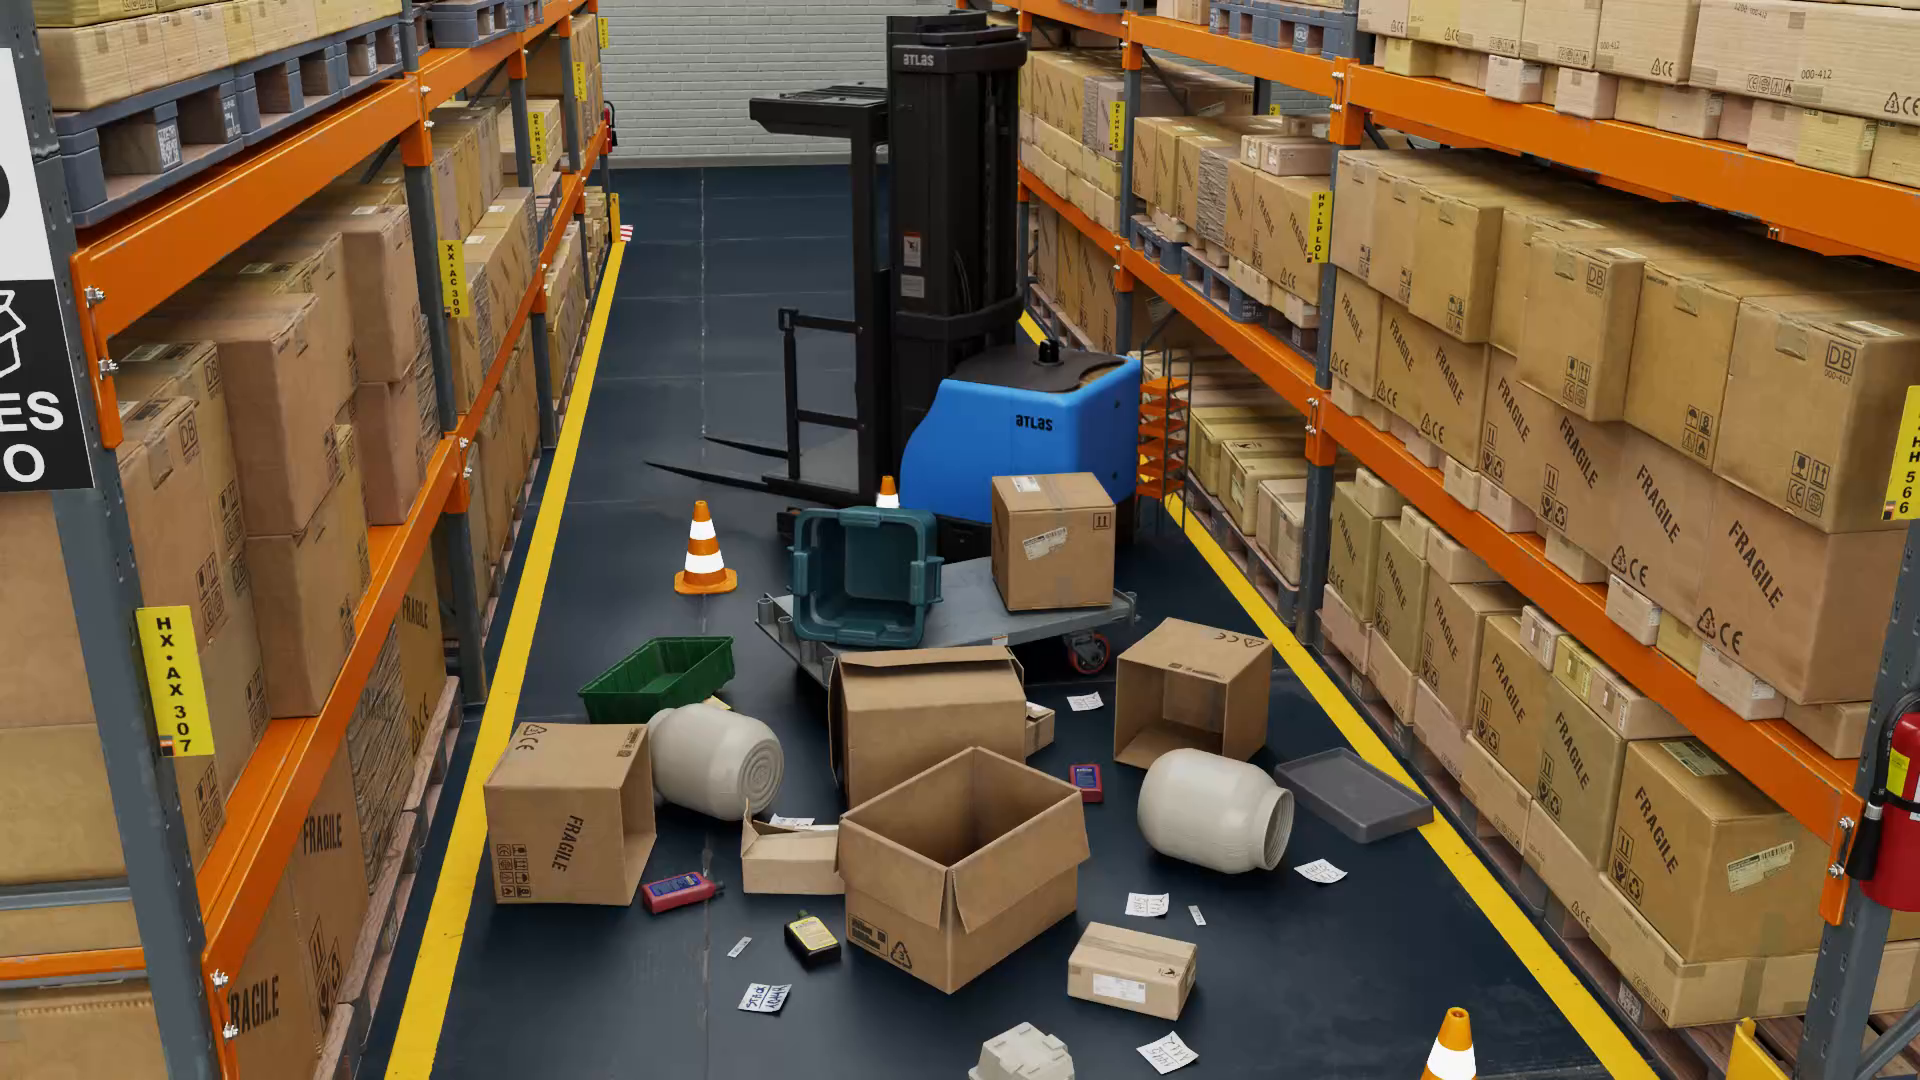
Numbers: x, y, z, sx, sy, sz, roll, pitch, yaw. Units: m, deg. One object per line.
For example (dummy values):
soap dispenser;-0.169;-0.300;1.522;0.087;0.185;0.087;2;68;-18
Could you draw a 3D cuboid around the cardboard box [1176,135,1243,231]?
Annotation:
cardboard box;1.618;-2.153;10.027;0.500;0.500;0.500;-3;21;-7

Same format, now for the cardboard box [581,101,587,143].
cardboard box;-3.744;-3.943;15.419;0.500;0.500;0.500;-3;21;-8

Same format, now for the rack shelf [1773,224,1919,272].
rack shelf;6.816;-1.524;10.537;1.077;0.370;4.000;-3;21;-8

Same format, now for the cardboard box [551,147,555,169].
cardboard box;-3.483;-3.090;13.462;0.380;0.149;0.250;-4;21;-11

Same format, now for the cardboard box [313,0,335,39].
cardboard box;-2.136;-1.612;5.074;0.380;0.149;0.250;-3;21;-8

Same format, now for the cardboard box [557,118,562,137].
cardboard box;-3.591;-3.492;14.114;0.380;0.149;0.250;-2;21;-6

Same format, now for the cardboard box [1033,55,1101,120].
cardboard box;0.920;-3.860;14.192;0.500;0.500;0.500;-3;21;-8

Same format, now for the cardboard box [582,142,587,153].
cardboard box;-3.767;-3.759;15.853;0.380;0.149;0.250;-3;21;-7

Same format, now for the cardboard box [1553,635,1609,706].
cardboard box;2.244;0.429;5.610;0.380;0.149;0.250;-3;21;-7

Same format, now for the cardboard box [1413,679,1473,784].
cardboard box;2.178;0.760;6.723;0.500;0.250;0.500;-3;21;-8

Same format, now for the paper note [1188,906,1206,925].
paper note;0.862;1.365;6.048;0.032;0.001;0.123;-3;21;-8

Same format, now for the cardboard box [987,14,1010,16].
cardboard box;0.329;-5.481;17.604;0.380;0.149;0.250;-4;21;-10

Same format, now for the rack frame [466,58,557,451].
rack frame;-3.267;-2.017;10.829;1.000;3.000;0.127;-3;21;-8

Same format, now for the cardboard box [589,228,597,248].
cardboard box;-3.802;-2.990;16.485;0.380;0.149;0.250;-3;21;-8

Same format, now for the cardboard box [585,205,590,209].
cardboard box;-3.954;-3.303;16.897;0.380;0.149;0.250;-4;21;-10

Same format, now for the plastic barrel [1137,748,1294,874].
plastic barrel;0.974;1.036;6.336;0.512;0.421;0.421;12;24;30

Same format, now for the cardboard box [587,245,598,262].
cardboard box;-3.806;-2.853;16.541;0.380;0.149;0.250;-3;21;-9

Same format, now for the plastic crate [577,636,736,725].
plastic crate;-1.369;0.652;7.619;0.450;0.188;0.662;-2;18;24

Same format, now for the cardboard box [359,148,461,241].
cardboard box;-2.917;-1.672;8.333;0.700;0.500;0.500;-3;21;-7

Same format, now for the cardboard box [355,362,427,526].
cardboard box;-2.524;-0.386;6.248;0.875;0.550;0.550;-3;21;-8

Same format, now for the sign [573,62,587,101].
sign;-3.295;-3.974;14.413;0.100;0.325;0.005;-3;21;-8

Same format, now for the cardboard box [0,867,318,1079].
cardboard box;-2.277;1.320;4.331;0.875;0.875;0.875;-3;21;-7

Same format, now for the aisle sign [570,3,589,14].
aisle sign;-4.134;-6.045;17.899;0.394;0.787;0.004;-3;21;-8

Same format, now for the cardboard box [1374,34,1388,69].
cardboard box;1.993;-2.083;7.077;0.380;0.149;0.250;-3;21;-9

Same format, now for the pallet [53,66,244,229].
pallet;-2.231;-0.867;3.590;1.003;0.211;1.213;-3;21;-8

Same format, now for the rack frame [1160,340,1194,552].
rack frame;1.225;-0.525;9.406;0.006;1.200;0.240;17;26;38

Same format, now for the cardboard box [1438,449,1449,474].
cardboard box;2.148;-0.320;6.646;0.380;0.149;0.250;-3;21;-8

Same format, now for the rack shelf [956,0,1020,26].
rack shelf;0.752;-5.447;16.755;1.077;0.370;4.000;-3;21;-8

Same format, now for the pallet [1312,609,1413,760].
pallet;2.325;0.620;7.754;1.003;0.211;1.213;-3;21;-8

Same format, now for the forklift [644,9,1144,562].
forklift;-0.489;-1.501;9.545;3.031;2.935;1.130;11;23;27

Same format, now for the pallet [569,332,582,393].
pallet;-3.551;-1.403;13.170;1.003;0.211;1.213;-3;21;-8

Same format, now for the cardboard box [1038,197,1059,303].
cardboard box;1.208;-2.677;15.034;0.875;0.875;0.875;-2;21;-6

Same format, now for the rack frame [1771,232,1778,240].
rack frame;6.528;-2.553;12.265;1.000;3.000;0.127;-3;21;-8

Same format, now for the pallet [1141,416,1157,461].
pallet;1.728;-0.725;11.355;1.003;0.211;1.213;-3;21;-8

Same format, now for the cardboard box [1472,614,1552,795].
cardboard box;2.252;0.588;6.111;0.500;0.500;0.500;-3;21;-9

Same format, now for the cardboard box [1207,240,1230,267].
cardboard box;1.664;-1.697;9.731;0.380;0.149;0.250;-2;21;-6

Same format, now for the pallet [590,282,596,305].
pallet;-3.976;-2.326;15.643;1.003;0.211;1.213;-3;21;-8

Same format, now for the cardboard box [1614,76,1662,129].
cardboard box;2.285;-1.373;5.178;0.380;0.149;0.250;-3;21;-9

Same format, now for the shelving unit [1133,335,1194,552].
shelving unit;1.156;-0.545;9.462;0.189;1.200;0.258;17;26;38

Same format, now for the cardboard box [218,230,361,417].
cardboard box;-2.535;-0.700;5.546;0.875;0.550;0.550;-3;21;-8

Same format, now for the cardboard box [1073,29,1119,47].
cardboard box;1.251;-4.628;15.321;0.380;0.149;0.250;-3;21;-9

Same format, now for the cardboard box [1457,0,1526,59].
cardboard box;2.129;-1.873;5.945;0.500;0.250;0.500;-3;21;-7

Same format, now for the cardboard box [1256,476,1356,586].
cardboard box;2.115;-0.064;8.756;0.950;0.372;0.625;-3;21;-7

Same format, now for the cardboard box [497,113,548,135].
cardboard box;-3.448;-3.272;13.098;0.380;0.149;0.250;-4;21;-10

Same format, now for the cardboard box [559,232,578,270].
cardboard box;-3.425;-2.355;13.635;0.500;0.250;0.500;-2;21;-5

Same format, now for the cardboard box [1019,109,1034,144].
cardboard box;0.824;-3.684;14.792;0.500;0.250;0.500;-4;21;-9

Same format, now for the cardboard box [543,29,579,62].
cardboard box;-3.758;-4.404;15.223;0.500;0.500;0.500;-4;21;-9

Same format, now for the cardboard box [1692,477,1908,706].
cardboard box;2.419;0.108;4.572;0.500;0.500;0.500;-3;21;-9

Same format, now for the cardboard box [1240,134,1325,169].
cardboard box;1.728;-2.084;8.913;0.380;0.149;0.250;-4;21;-10

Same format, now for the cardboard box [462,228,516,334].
cardboard box;-2.716;-1.398;9.030;0.500;0.500;0.500;-3;21;-7

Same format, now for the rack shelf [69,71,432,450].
rack shelf;-2.402;-1.008;4.868;1.077;0.370;4.000;-3;21;-8

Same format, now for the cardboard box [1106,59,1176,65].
cardboard box;1.488;-3.704;13.776;0.500;0.500;0.500;-2;21;-6

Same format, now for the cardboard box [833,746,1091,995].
cardboard box;0.011;1.157;5.899;0.637;0.503;0.797;17;27;39

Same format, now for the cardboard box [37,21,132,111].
cardboard box;-1.846;-0.913;3.203;0.380;0.149;0.250;-3;21;-7

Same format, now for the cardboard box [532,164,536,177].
cardboard box;-3.258;-2.686;11.955;0.380;0.149;0.250;-3;21;-8

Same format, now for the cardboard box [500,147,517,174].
cardboard box;-3.143;-2.546;11.154;0.380;0.149;0.250;-3;21;-8

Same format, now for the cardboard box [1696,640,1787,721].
cardboard box;2.358;0.385;4.757;0.380;0.149;0.250;-3;21;-8
